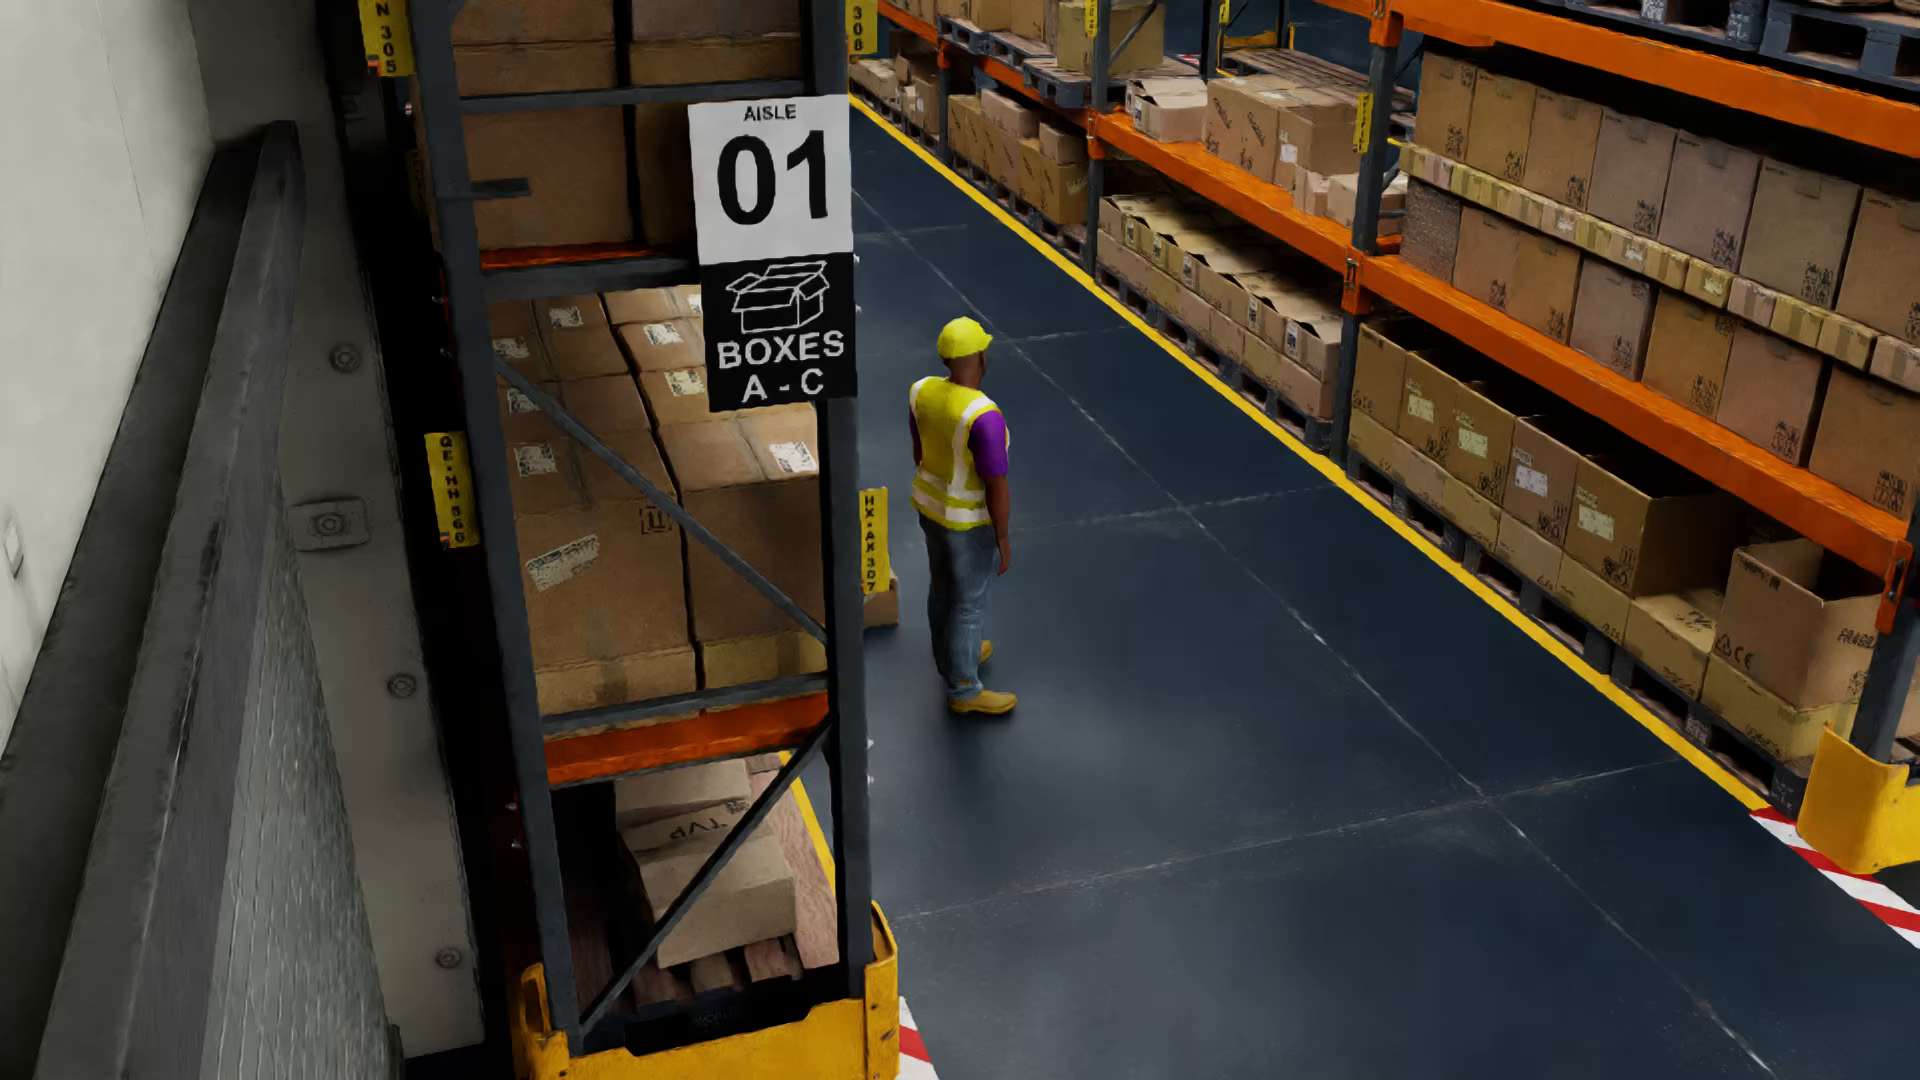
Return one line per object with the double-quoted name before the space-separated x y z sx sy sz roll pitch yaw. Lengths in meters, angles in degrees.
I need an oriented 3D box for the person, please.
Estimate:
"person" 0.048 -0.131 7.284 0.470 1.771 0.639 -19 32 -34
